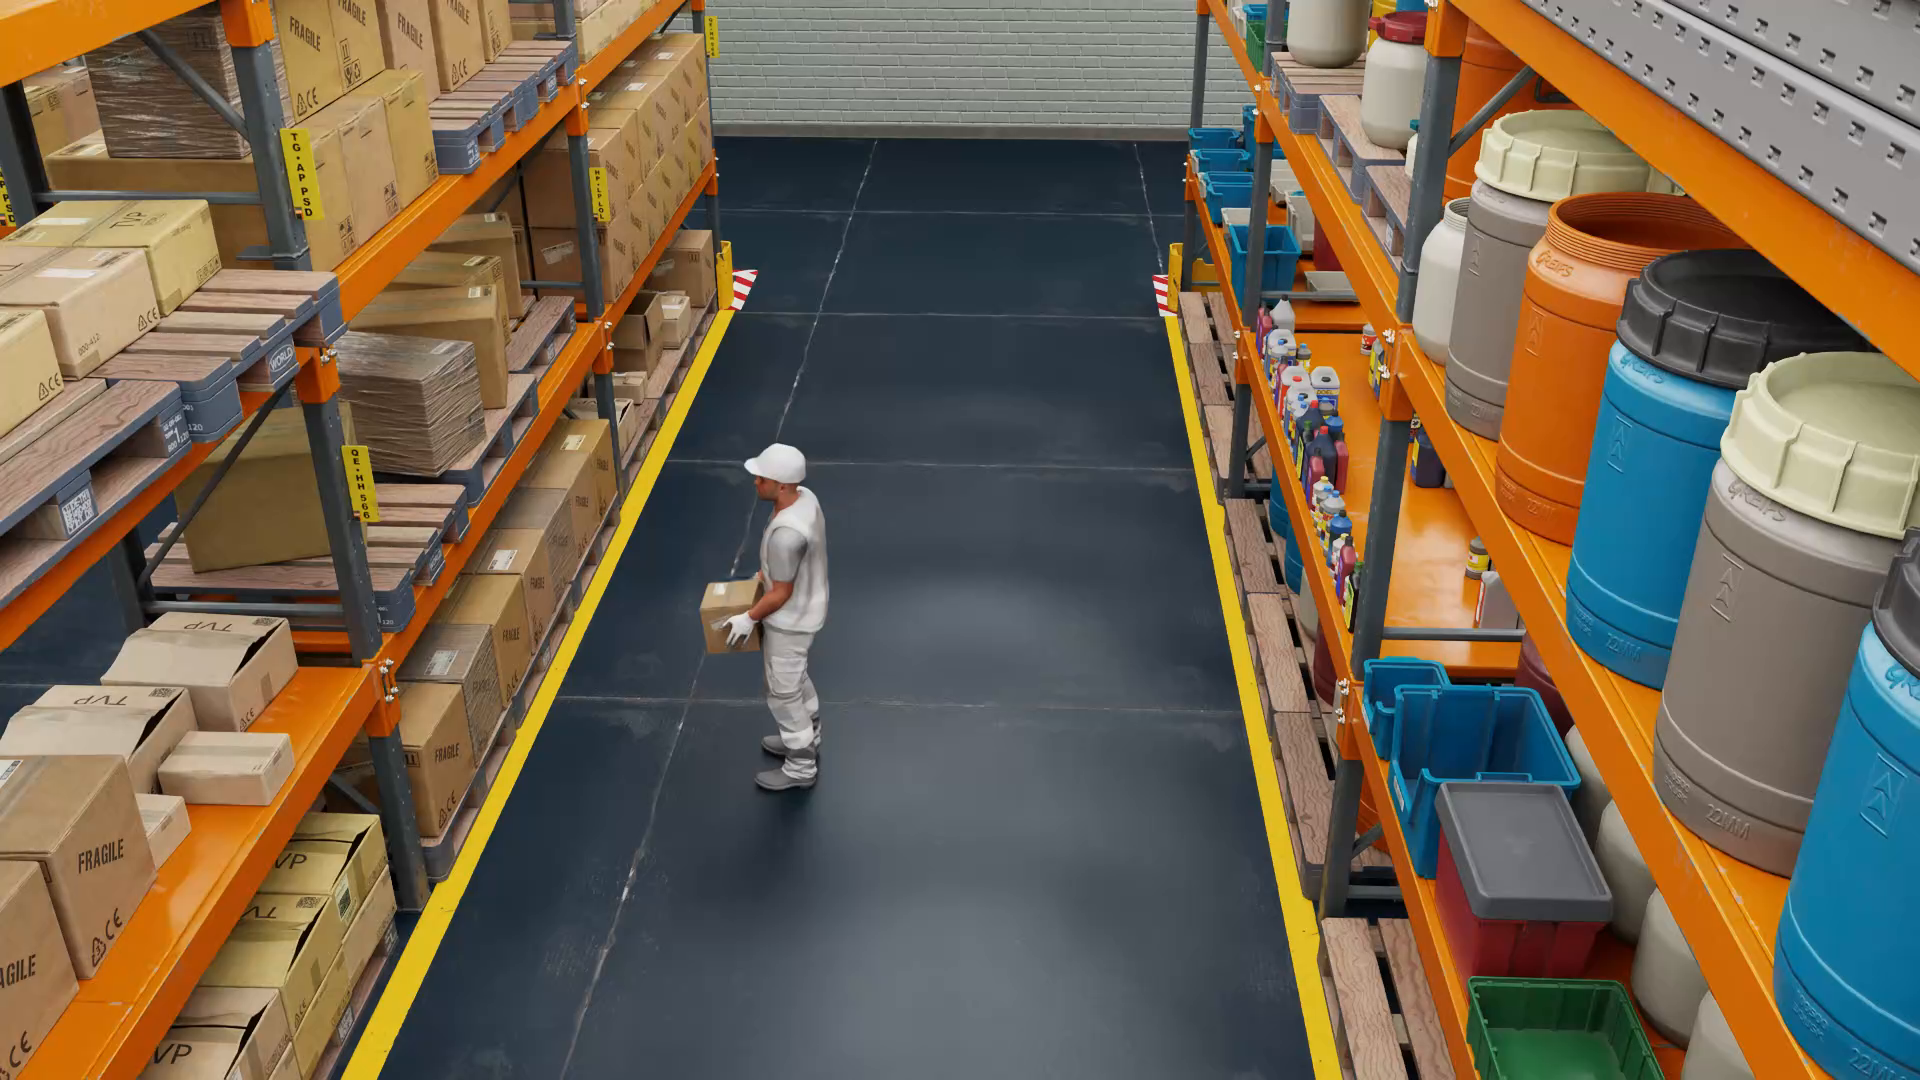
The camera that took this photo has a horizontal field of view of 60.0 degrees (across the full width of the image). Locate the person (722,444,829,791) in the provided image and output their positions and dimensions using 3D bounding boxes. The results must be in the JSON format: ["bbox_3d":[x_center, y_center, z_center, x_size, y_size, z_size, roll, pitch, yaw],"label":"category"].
[{"bbox_3d":[-0.864,0.364,7.900,0.486,1.791,0.531,1,28,1],"label":"person"}]
